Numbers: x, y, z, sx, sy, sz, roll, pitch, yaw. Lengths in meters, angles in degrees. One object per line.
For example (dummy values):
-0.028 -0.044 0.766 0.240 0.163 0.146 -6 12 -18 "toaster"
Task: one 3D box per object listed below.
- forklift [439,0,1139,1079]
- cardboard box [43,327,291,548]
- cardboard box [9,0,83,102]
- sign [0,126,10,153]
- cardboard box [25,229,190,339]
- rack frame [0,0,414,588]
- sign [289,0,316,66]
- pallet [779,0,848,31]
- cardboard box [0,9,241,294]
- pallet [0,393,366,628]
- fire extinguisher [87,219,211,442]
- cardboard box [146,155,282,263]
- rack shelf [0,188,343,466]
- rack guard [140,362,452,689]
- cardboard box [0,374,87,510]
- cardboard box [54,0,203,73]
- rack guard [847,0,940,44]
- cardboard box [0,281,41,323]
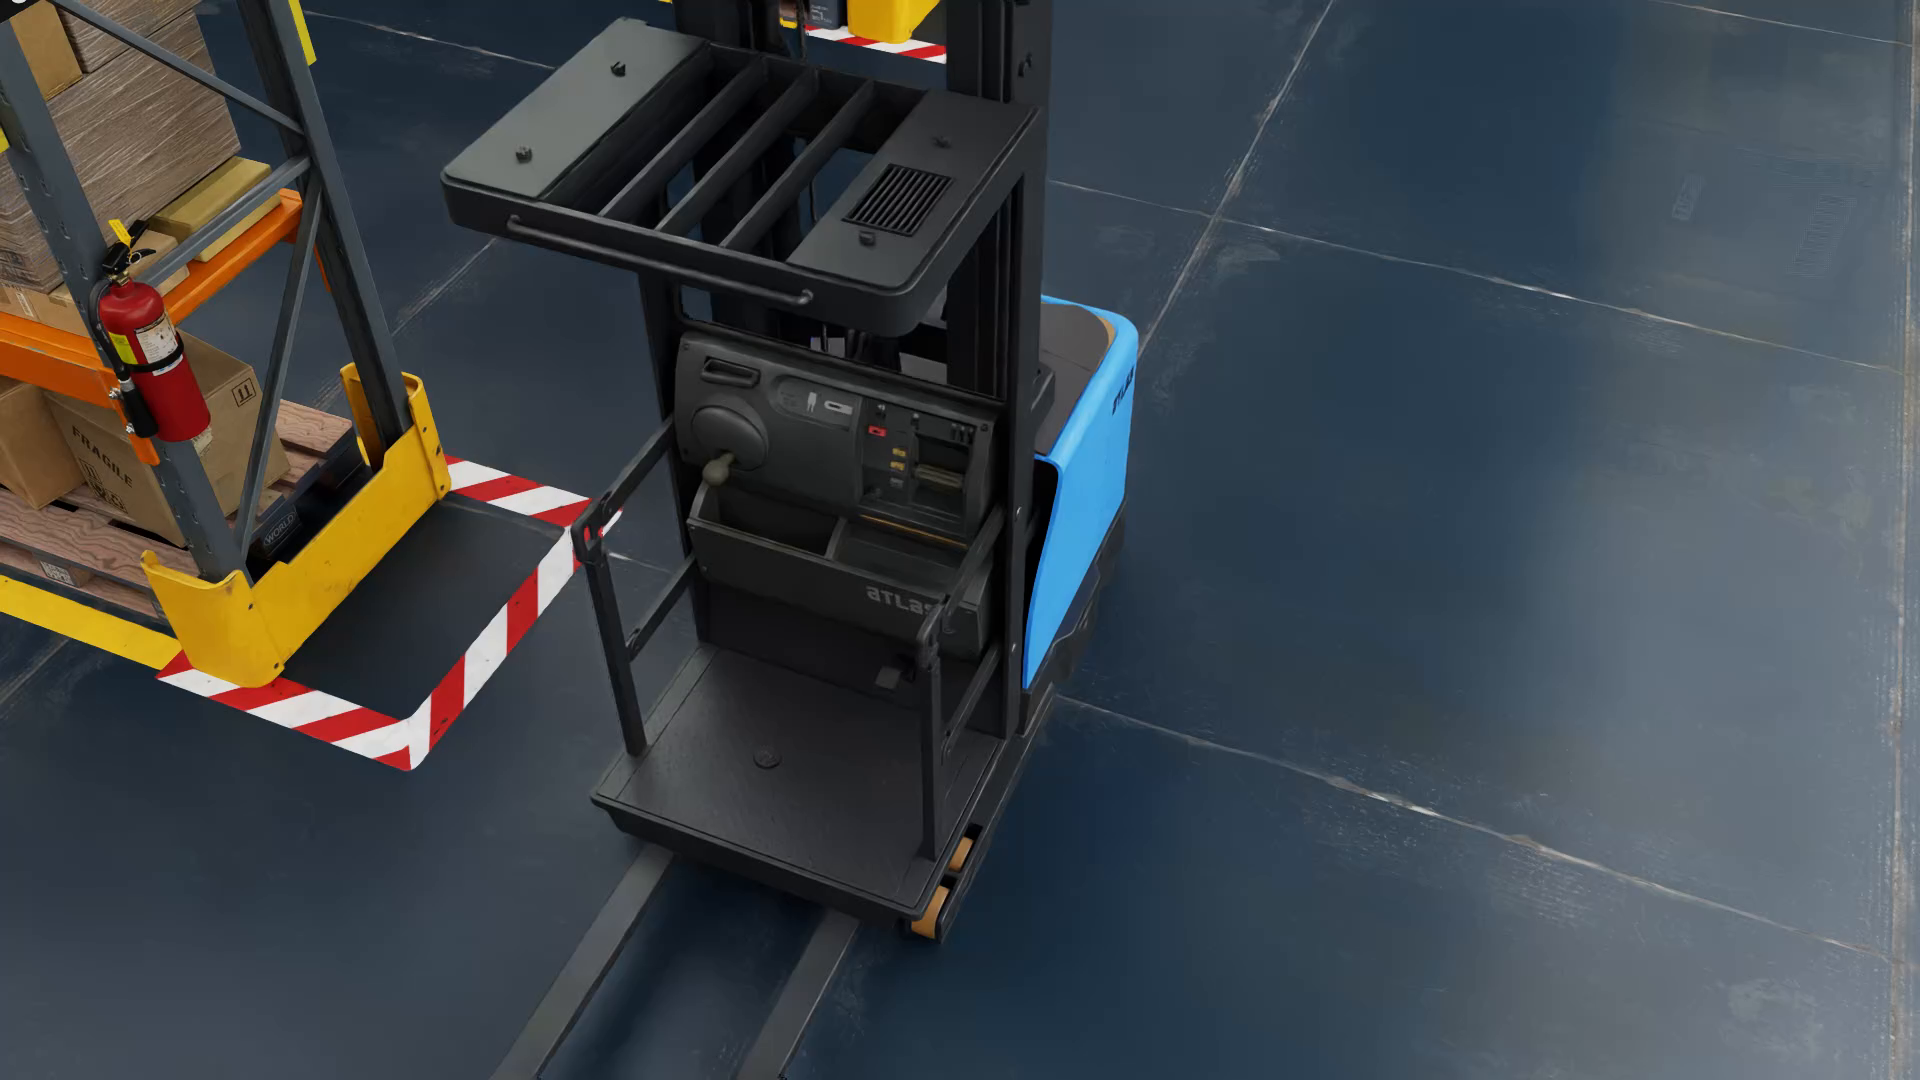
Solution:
-0.432 -0.182 4.355 1.130 2.935 3.031 16 47 16 "forklift"
-2.839 -0.386 5.986 0.500 0.500 0.500 25 50 23 "cardboard box"
-2.872 -1.427 4.567 0.500 0.500 0.500 16 47 16 "cardboard box"
-2.501 -1.110 4.194 0.005 0.325 0.100 16 47 16 "sign"
-2.611 -0.797 5.103 0.250 0.149 0.380 16 47 16 "cardboard box"
-2.269 -0.943 5.071 0.127 3.000 1.000 16 47 16 "rack frame"
-2.060 -1.603 5.121 0.005 0.325 0.100 16 47 16 "sign"
-1.034 -3.322 9.439 1.213 0.211 1.003 16 47 16 "pallet"
-2.766 -1.251 5.099 0.500 0.500 0.875 16 47 16 "cardboard box"
-3.075 -0.219 6.320 1.213 0.211 1.003 16 47 16 "pallet"
-2.341 -0.585 4.766 0.183 0.674 0.296 16 47 16 "fire extinguisher"
-2.440 -1.087 5.394 0.250 0.149 0.380 16 47 16 "cardboard box"
-4.115 -1.231 5.871 4.000 0.370 1.077 16 47 16 "rack shelf"
-2.339 -0.078 5.974 0.348 0.500 1.175 16 47 16 "rack guard"
-3.404 -0.526 6.127 0.500 0.500 0.500 29 52 26 "cardboard box"
-2.671 -1.765 4.907 0.500 0.500 0.500 16 47 16 "cardboard box"
-0.244 -3.252 9.164 0.348 0.500 1.175 16 47 16 "rack guard"
-2.842 -0.865 5.171 0.250 0.149 0.380 16 47 16 "cardboard box"
